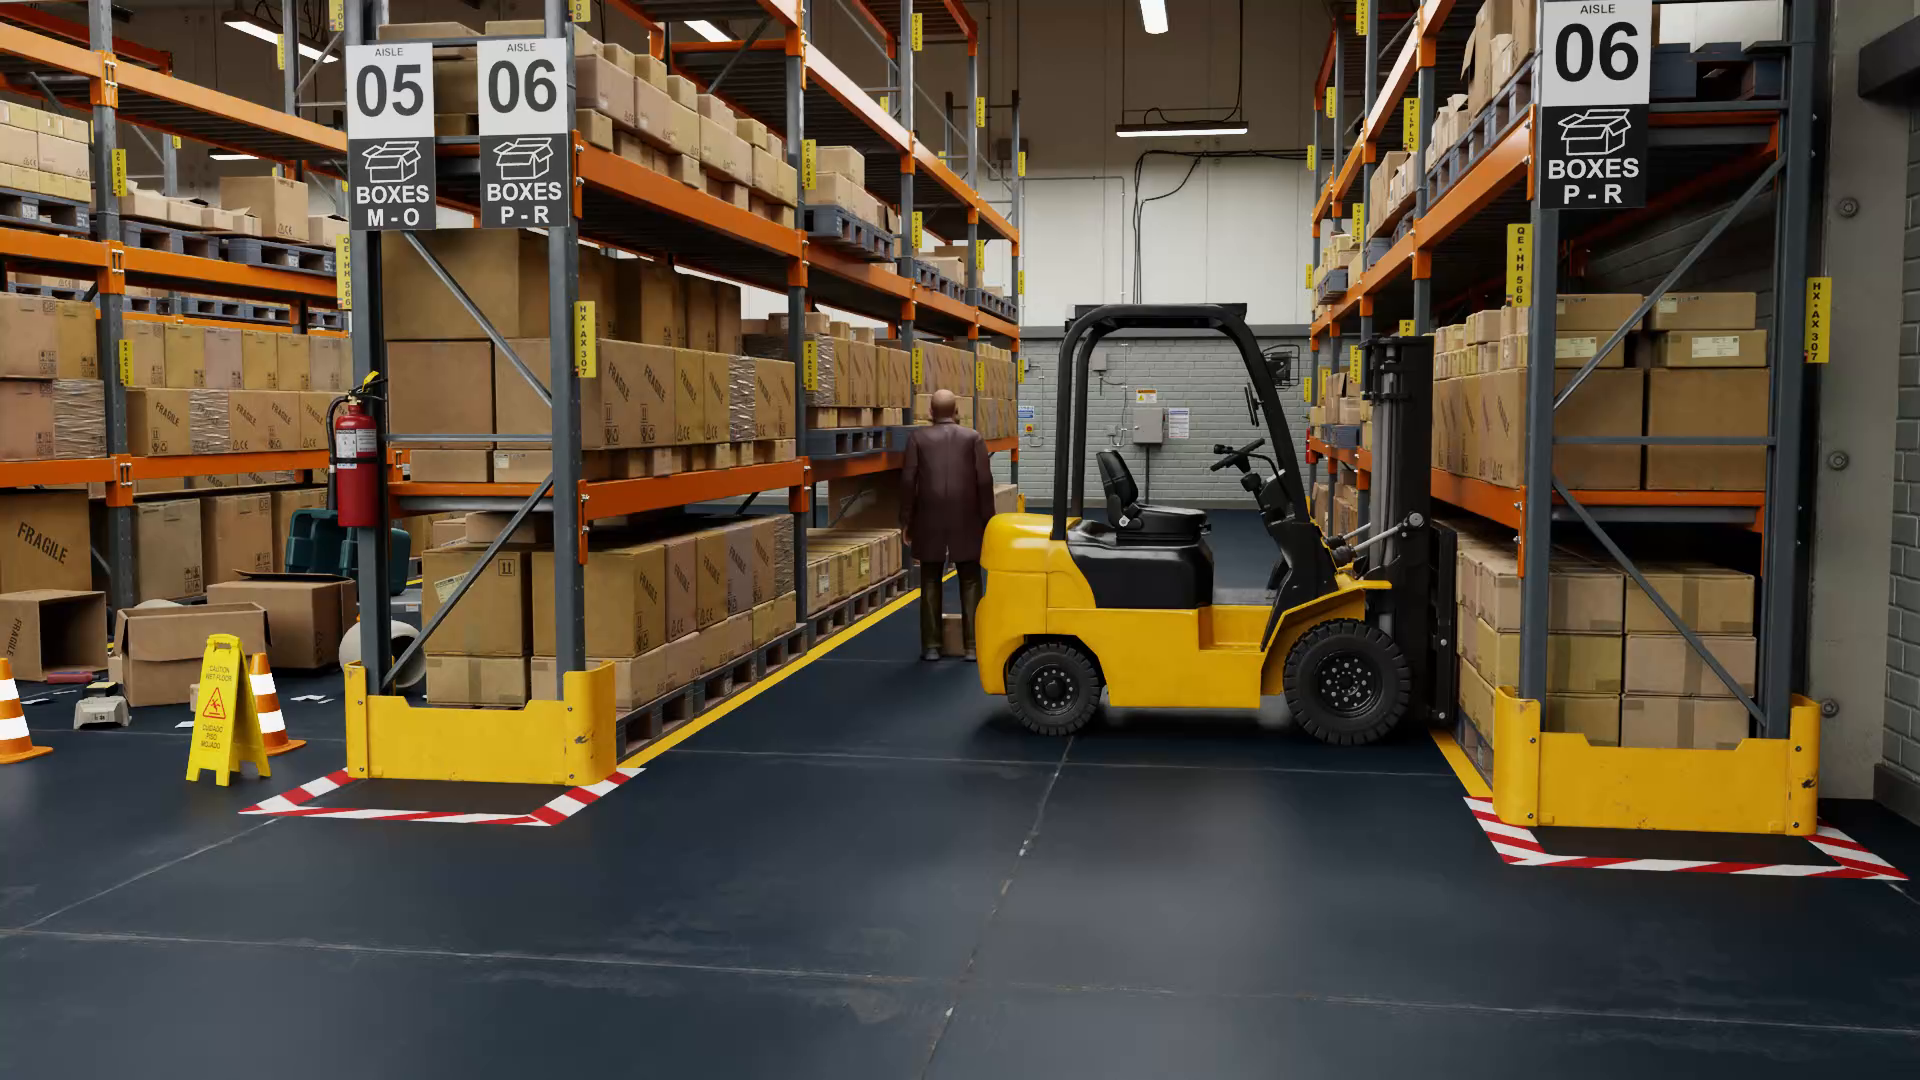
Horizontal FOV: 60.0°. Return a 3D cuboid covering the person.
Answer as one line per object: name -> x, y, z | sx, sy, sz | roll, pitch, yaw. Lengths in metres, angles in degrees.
person -> -0.084, -0.102, 10.930 | 0.647, 1.772, 0.433 | 0, 4, 2
